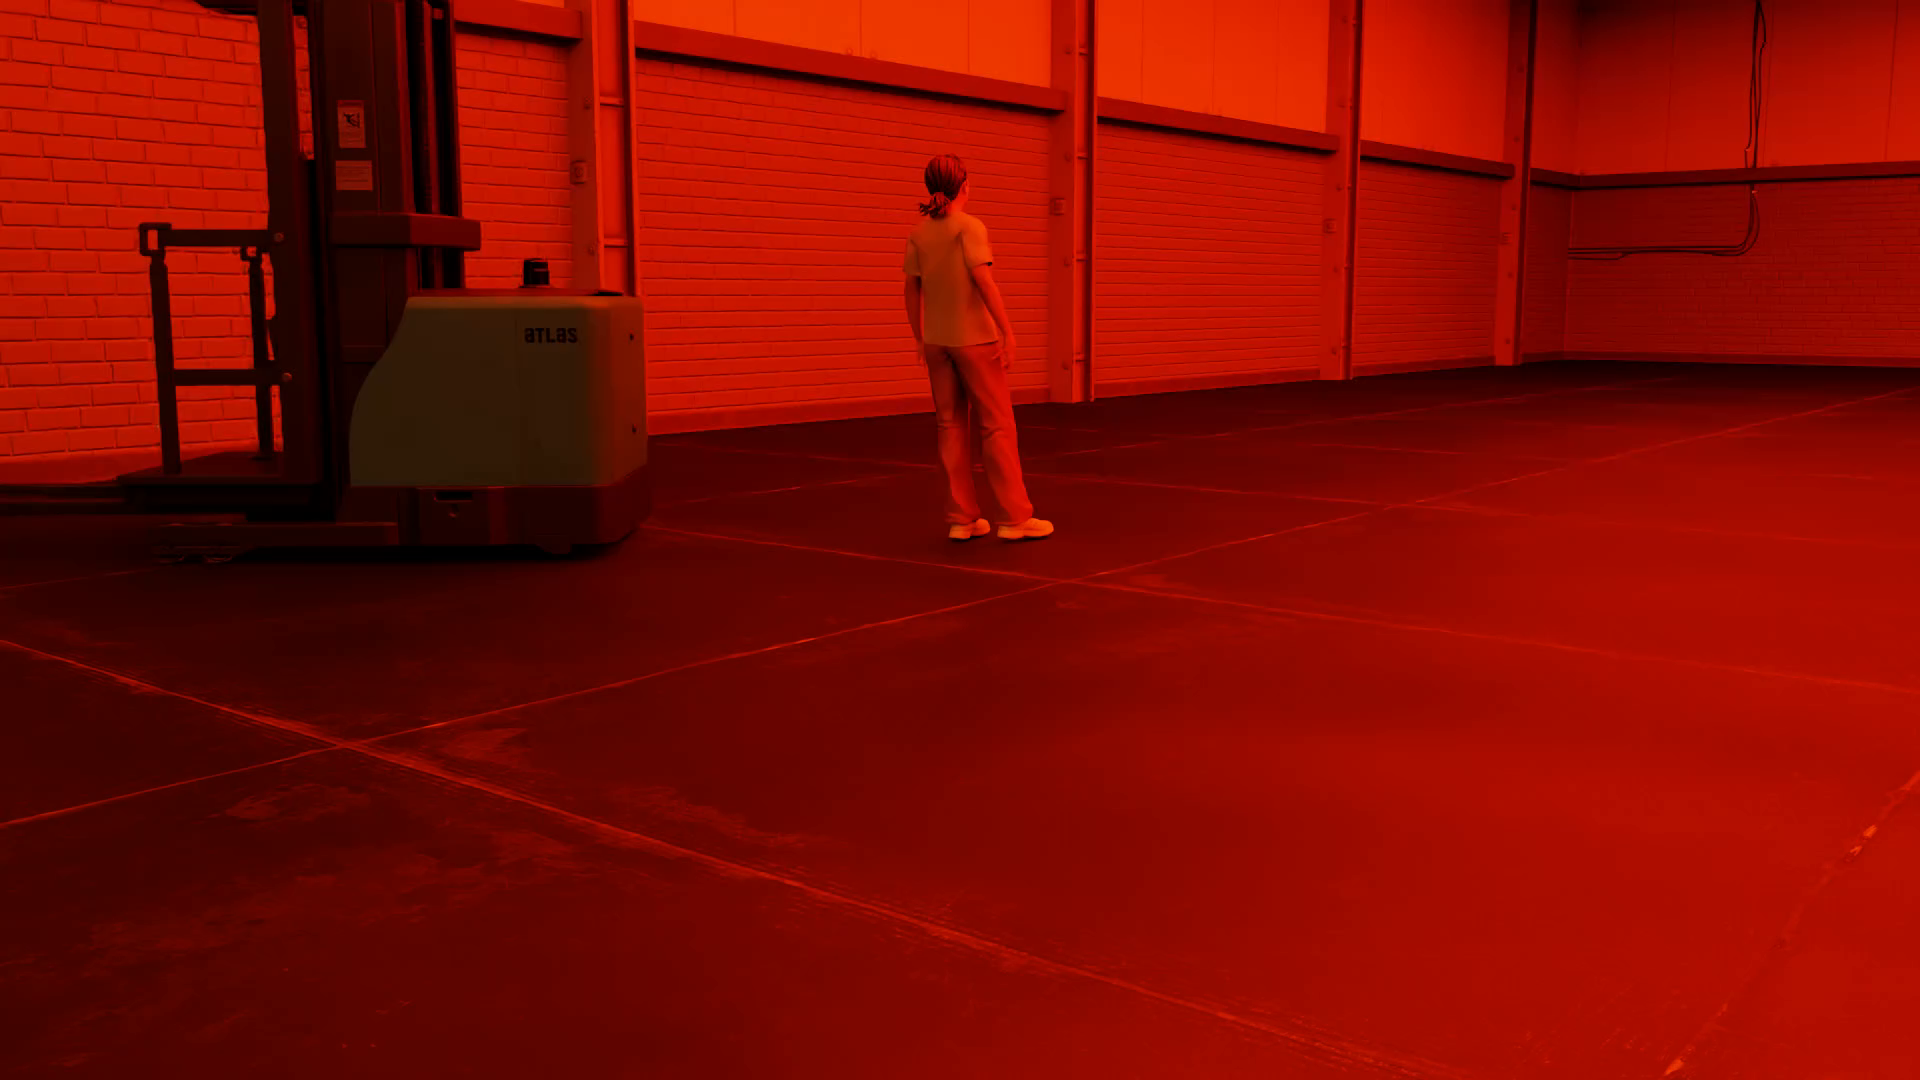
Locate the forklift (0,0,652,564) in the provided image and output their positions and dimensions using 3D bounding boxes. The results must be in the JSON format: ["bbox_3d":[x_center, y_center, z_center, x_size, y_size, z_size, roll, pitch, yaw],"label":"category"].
[{"bbox_3d":[-2.936,-1.432,7.069,3.031,2.935,1.130,0,8,-1],"label":"forklift"}]

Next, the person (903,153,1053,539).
[{"bbox_3d":[0.055,-0.843,7.332,0.554,1.676,0.549,7,11,38],"label":"person"}]
